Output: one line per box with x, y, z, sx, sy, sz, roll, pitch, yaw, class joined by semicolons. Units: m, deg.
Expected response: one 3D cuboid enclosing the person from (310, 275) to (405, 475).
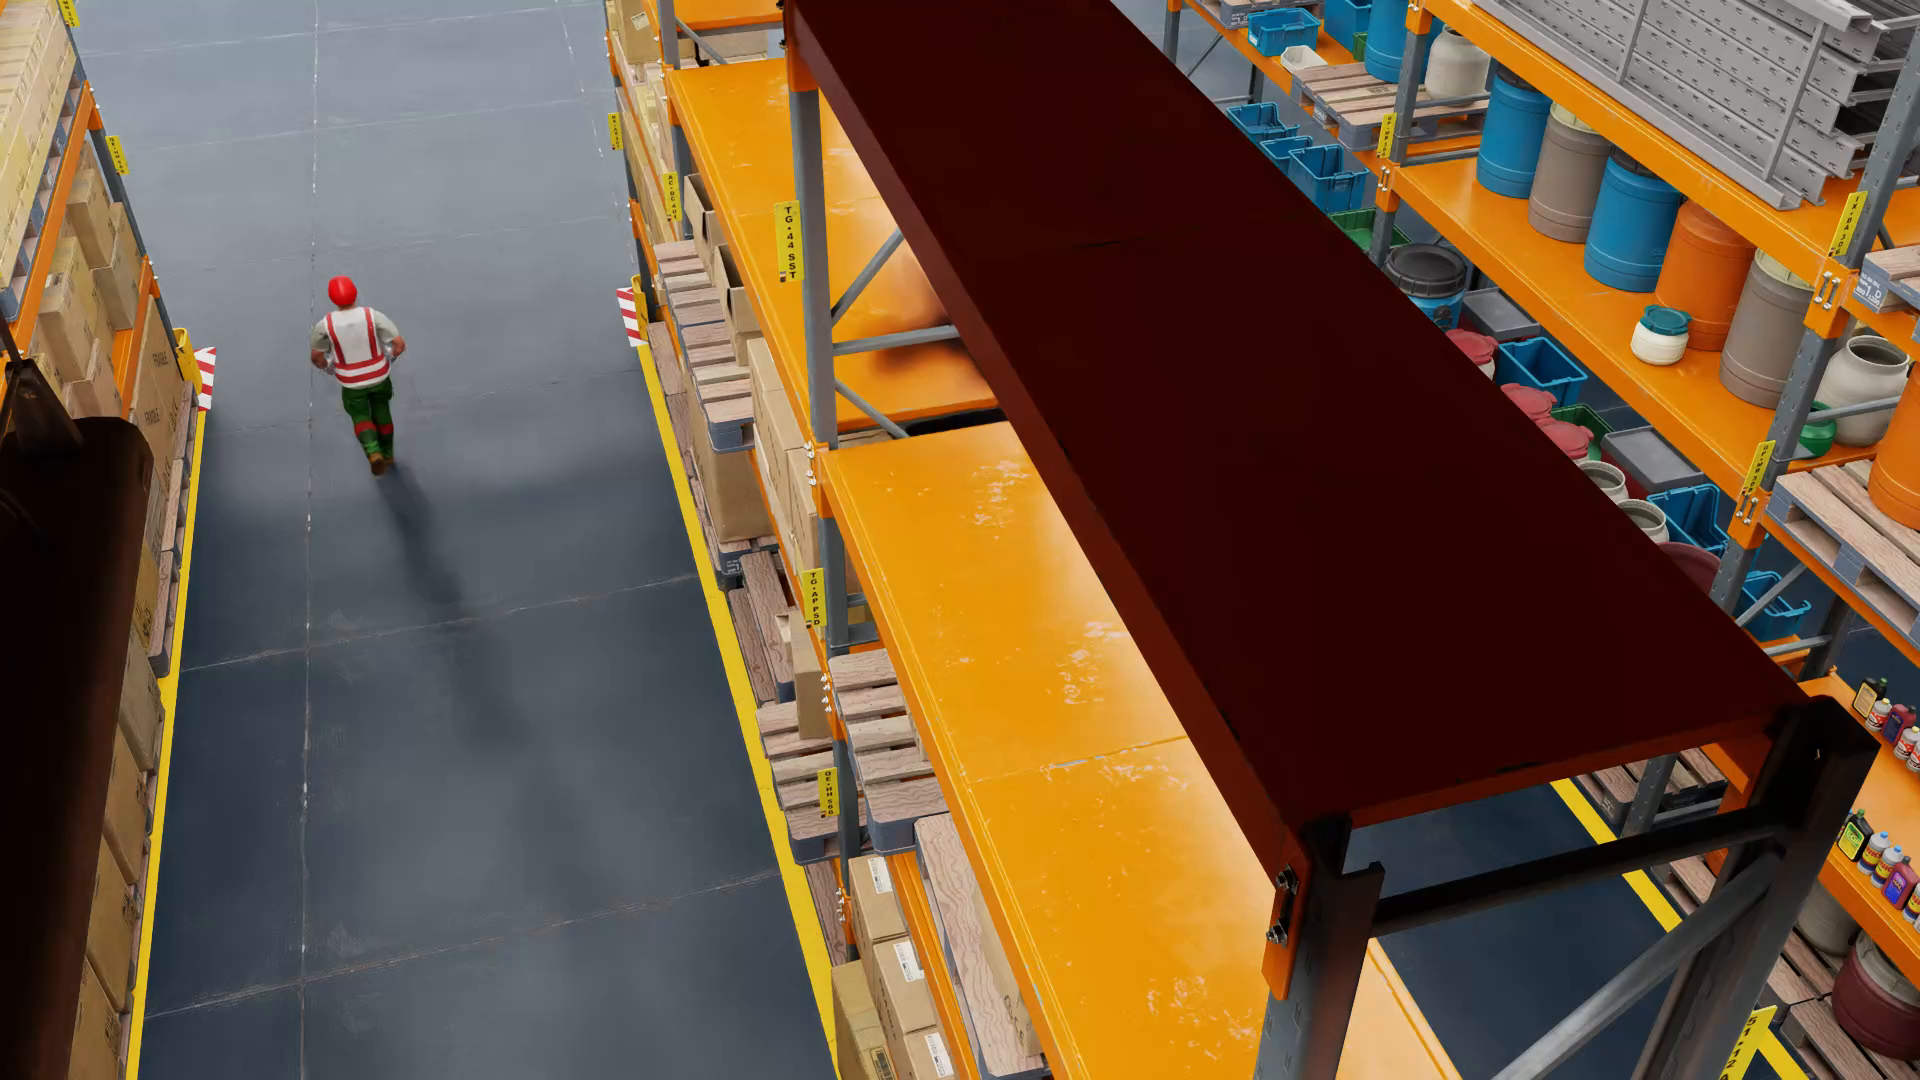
-4.652;-1.258;13.005;0.698;1.747;0.724;-15;41;-19;person
